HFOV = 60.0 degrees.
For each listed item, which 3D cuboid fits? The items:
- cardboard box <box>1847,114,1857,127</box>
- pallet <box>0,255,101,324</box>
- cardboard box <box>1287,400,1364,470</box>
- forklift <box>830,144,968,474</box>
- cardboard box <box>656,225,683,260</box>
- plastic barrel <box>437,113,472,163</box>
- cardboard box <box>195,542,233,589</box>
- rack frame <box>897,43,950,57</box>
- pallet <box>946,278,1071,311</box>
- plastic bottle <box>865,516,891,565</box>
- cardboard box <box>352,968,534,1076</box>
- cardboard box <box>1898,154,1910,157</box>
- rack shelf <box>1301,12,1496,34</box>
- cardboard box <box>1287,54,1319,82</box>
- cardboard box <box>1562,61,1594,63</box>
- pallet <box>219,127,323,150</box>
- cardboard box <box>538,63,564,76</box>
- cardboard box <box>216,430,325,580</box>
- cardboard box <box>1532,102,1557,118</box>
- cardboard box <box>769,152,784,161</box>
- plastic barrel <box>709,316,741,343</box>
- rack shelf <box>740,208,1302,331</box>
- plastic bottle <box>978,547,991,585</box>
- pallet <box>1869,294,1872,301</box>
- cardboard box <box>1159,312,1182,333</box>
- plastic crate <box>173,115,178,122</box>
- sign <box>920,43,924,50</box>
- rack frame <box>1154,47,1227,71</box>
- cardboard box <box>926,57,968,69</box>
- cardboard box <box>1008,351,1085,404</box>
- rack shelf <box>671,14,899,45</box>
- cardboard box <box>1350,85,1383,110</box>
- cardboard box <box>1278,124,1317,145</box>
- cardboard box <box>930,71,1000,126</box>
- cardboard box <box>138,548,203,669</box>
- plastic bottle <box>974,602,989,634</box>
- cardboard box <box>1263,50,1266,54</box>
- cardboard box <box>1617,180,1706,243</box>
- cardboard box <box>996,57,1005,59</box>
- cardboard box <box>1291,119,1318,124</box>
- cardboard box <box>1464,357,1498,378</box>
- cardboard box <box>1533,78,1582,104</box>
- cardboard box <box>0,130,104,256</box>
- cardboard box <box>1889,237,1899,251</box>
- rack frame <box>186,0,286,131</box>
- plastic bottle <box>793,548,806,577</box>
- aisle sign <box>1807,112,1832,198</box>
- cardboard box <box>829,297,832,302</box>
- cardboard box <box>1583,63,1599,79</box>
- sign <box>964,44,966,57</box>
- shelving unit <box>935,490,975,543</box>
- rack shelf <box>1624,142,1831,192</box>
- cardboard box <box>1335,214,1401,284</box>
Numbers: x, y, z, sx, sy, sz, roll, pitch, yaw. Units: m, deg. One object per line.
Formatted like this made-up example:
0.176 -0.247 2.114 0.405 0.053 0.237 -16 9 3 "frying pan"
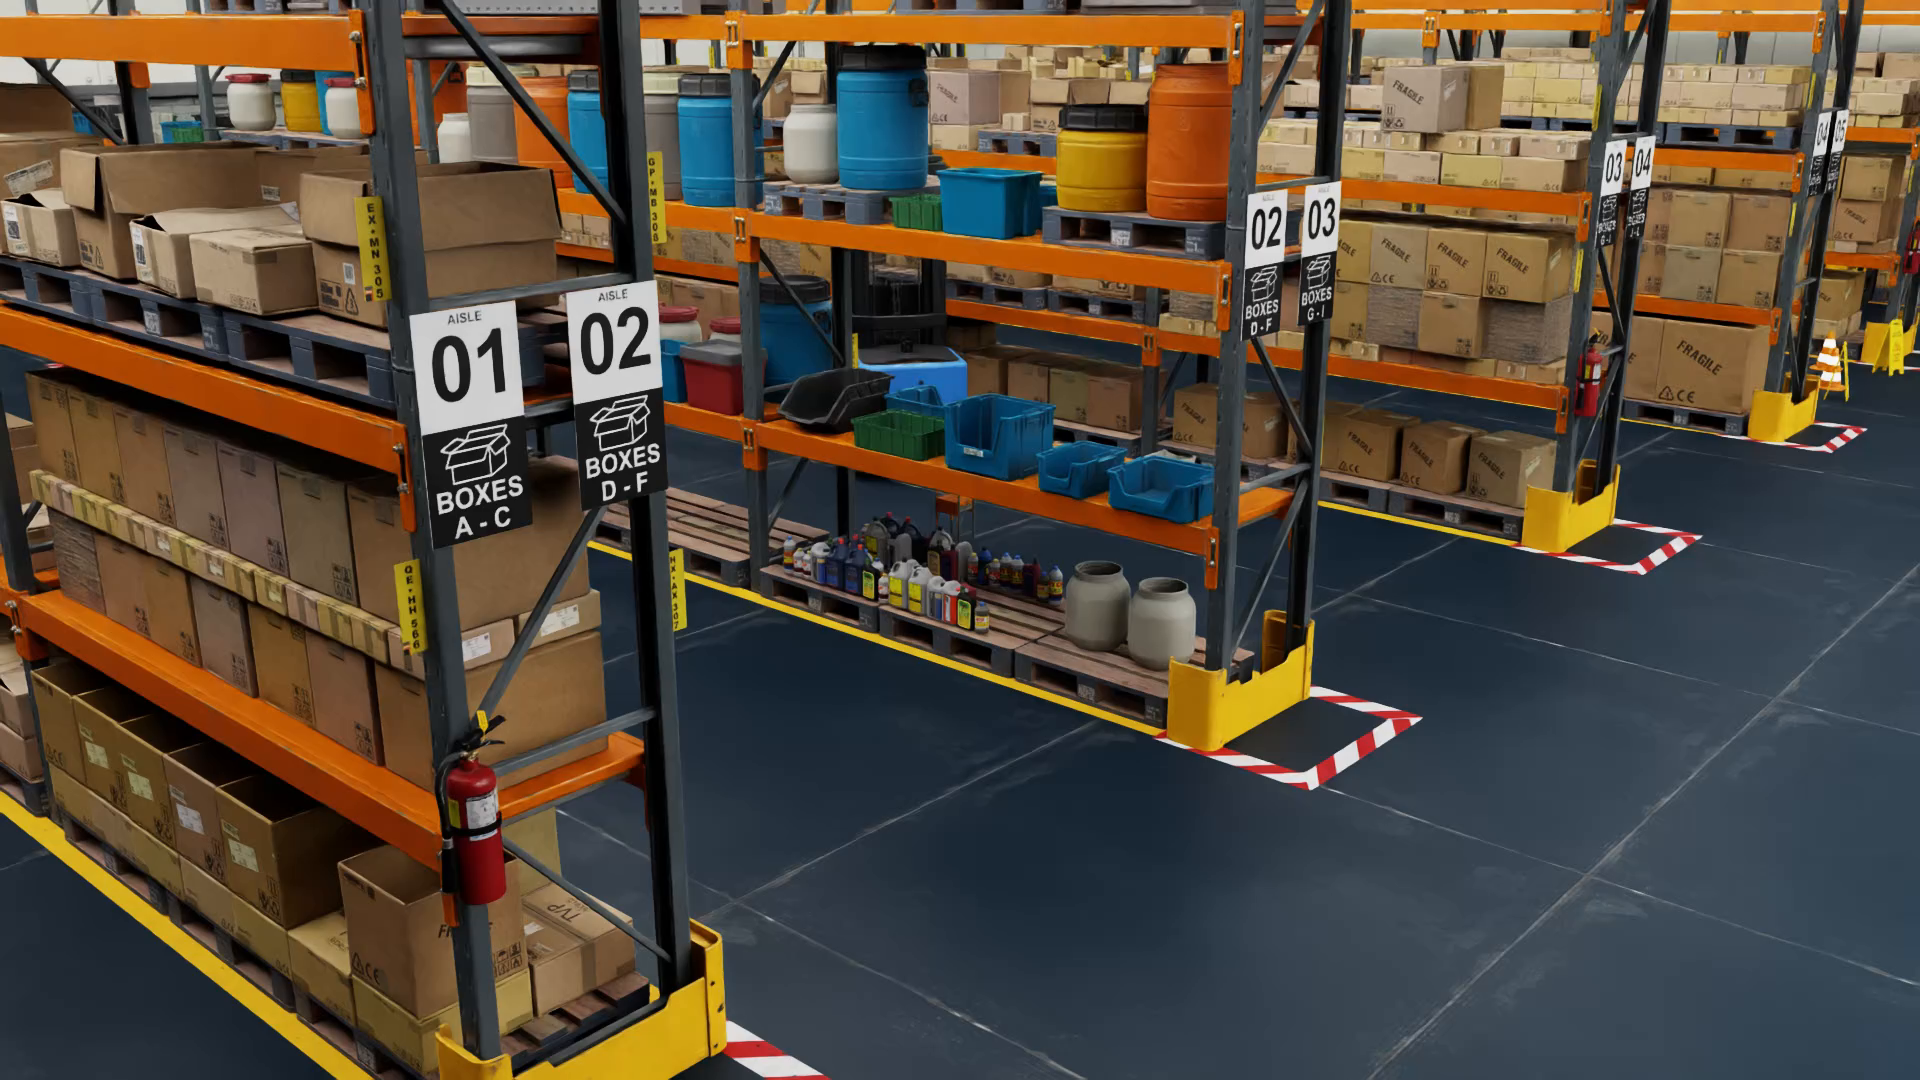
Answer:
10.837 -5.131 20.278 0.250 0.149 0.380 16 24 41 "cardboard box"
-3.819 -1.252 7.785 1.213 0.211 1.003 15 23 39 "pallet"
3.326 -0.969 15.146 0.500 0.500 0.500 13 22 34 "cardboard box"
-0.731 -2.406 16.347 1.130 2.935 3.031 -4 18 -12 "forklift"
-3.325 -3.675 20.066 0.500 0.500 0.500 15 23 39 "cardboard box"
-4.147 -3.304 13.920 0.421 0.512 0.421 0 18 0 "plastic barrel"
-3.056 0.072 7.188 0.250 0.149 0.380 15 23 39 "cardboard box"
-0.512 -7.838 23.432 0.127 3.000 1.000 15 23 39 "rack frame"
0.620 -2.594 17.143 1.213 0.211 1.003 15 23 39 "pallet"
-0.606 0.000 12.305 0.185 0.351 0.144 15 23 39 "plastic bottle"
-2.080 1.843 6.697 0.500 0.250 0.500 15 23 39 "cardboard box"
14.087 -5.658 24.751 0.250 0.149 0.380 16 24 41 "cardboard box"
7.486 -9.167 29.470 4.000 0.370 1.077 15 23 39 "rack shelf"
5.308 -7.036 25.000 0.637 0.503 0.797 13 22 36 "cardboard box"
6.715 -5.105 18.019 0.250 0.149 0.380 15 23 39 "cardboard box"
-6.516 -3.960 16.485 1.003 0.211 1.213 15 23 39 "pallet"
-4.904 -5.854 21.116 0.500 0.500 0.700 17 24 42 "cardboard box"
-2.637 -0.205 6.990 0.500 0.500 0.700 15 23 39 "cardboard box"
6.281 -4.576 17.669 0.250 0.149 0.380 15 23 38 "cardboard box"
-2.588 -6.088 25.526 0.500 0.500 0.500 14 23 38 "cardboard box"
-1.754 -1.456 13.017 0.433 0.535 0.433 0 18 0 "plastic barrel"
0.312 -1.835 10.665 4.000 0.370 1.077 15 23 39 "rack shelf"
0.176 0.180 11.868 0.097 0.271 0.097 0 18 0 "plastic bottle"
13.457 -3.893 25.529 1.213 0.211 1.003 15 23 39 "pallet"
2.065 -2.039 15.494 0.250 0.149 0.380 15 23 39 "cardboard box"
-9.232 -4.754 19.025 0.336 0.188 0.450 15 23 39 "plastic crate"
-0.666 -8.682 29.473 0.005 0.325 0.100 15 23 39 "sign"
2.104 -5.130 14.899 0.127 3.000 1.000 15 23 39 "rack frame"
-0.301 -6.555 23.489 0.500 0.500 0.700 15 23 39 "cardboard box"
0.896 -1.629 17.191 0.500 0.500 0.700 13 22 35 "cardboard box"
-2.384 -5.801 18.864 4.000 0.370 1.077 15 23 39 "rack shelf"
4.837 -5.084 19.102 0.500 0.250 0.500 15 23 40 "cardboard box"
2.929 -3.473 14.228 0.250 0.149 0.380 14 23 38 "cardboard box"
0.051 -4.434 16.675 0.500 0.500 0.500 14 22 38 "cardboard box"
-3.367 0.216 7.806 0.500 0.500 0.700 15 23 40 "cardboard box"
0.143 0.508 10.951 0.097 0.201 0.097 0 18 0 "plastic bottle"
5.453 -9.028 31.070 0.500 0.250 0.500 15 23 39 "cardboard box"
7.410 -3.471 17.557 0.550 0.550 0.875 15 23 39 "cardboard box"
0.793 -8.245 28.962 0.500 0.311 0.500 16 23 40 "cardboard box"
3.147 -3.664 14.828 0.250 0.149 0.380 14 22 38 "cardboard box"
4.338 -1.447 13.627 0.250 0.149 0.380 15 23 39 "cardboard box"
6.408 -4.756 17.578 0.500 0.250 0.500 15 23 39 "cardboard box"
-4.273 -1.613 7.686 0.500 0.500 0.500 -16 24 -41 "cardboard box"
11.557 -3.705 20.741 0.250 0.149 0.380 15 23 39 "cardboard box"
-7.167 -5.615 16.429 0.127 3.000 1.000 15 23 39 "rack frame"
-1.160 0.158 12.054 0.097 0.201 0.097 0 18 0 "plastic bottle"
8.317 -3.726 16.096 0.004 0.787 0.394 15 23 39 "aisle sign"
-1.390 -2.404 19.046 0.875 0.875 1.225 14 22 37 "cardboard box"
6.656 -4.855 17.228 0.250 0.149 0.380 15 23 39 "cardboard box"
0.077 -8.856 30.266 0.005 0.325 0.100 15 23 39 "sign"
-0.040 -0.511 13.487 0.252 1.050 0.215 15 23 39 "shelving unit"
6.968 -4.057 17.668 4.000 0.370 1.077 15 23 39 "rack shelf"
3.402 -2.490 14.189 0.500 0.500 0.500 15 23 39 "cardboard box"
